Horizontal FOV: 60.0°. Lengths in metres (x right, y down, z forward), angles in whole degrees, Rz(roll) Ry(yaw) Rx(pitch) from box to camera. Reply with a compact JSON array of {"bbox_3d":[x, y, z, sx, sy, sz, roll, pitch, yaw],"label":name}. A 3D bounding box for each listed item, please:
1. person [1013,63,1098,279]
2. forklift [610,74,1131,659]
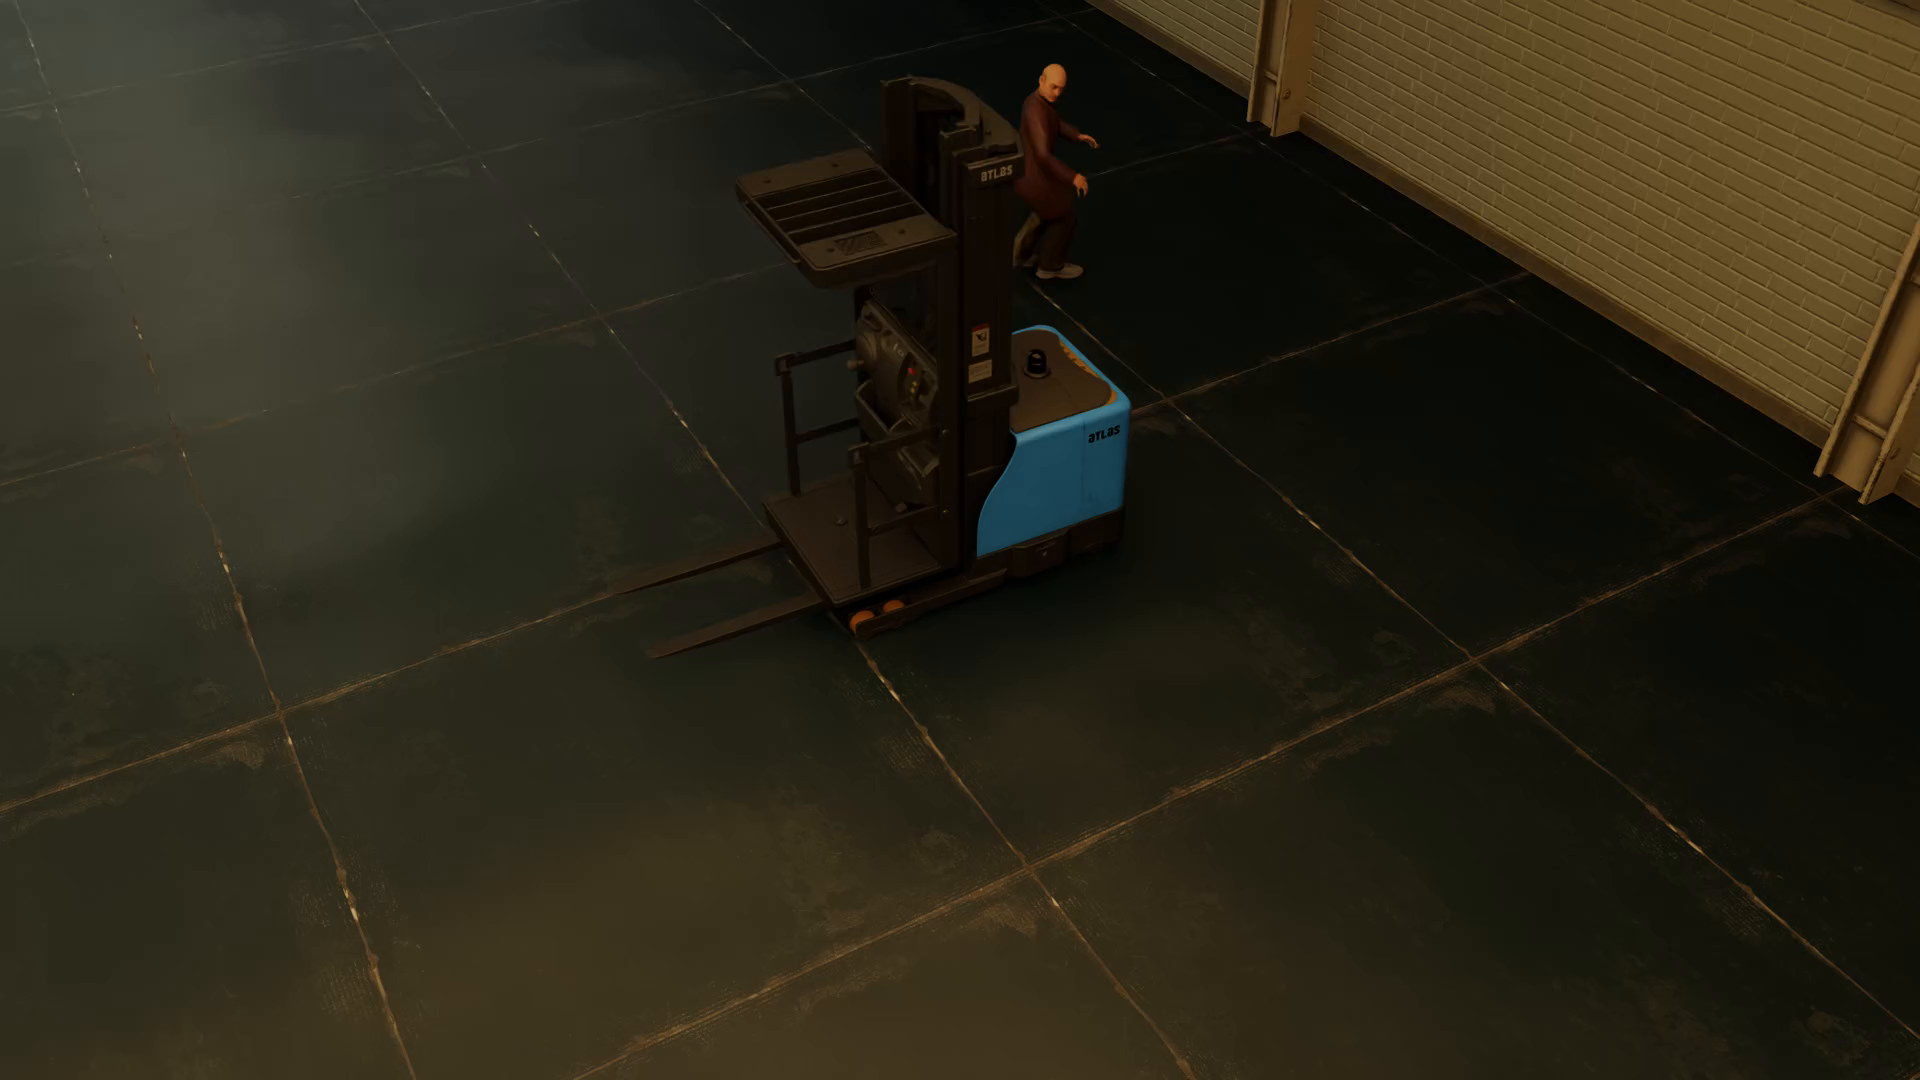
[{"bbox_3d":[0.724,-2.693,12.268,0.756,1.697,0.863,-9,41,-11],"label":"person"},{"bbox_3d":[-0.537,-0.942,9.172,3.031,2.935,1.130,-19,43,-21],"label":"forklift"}]
